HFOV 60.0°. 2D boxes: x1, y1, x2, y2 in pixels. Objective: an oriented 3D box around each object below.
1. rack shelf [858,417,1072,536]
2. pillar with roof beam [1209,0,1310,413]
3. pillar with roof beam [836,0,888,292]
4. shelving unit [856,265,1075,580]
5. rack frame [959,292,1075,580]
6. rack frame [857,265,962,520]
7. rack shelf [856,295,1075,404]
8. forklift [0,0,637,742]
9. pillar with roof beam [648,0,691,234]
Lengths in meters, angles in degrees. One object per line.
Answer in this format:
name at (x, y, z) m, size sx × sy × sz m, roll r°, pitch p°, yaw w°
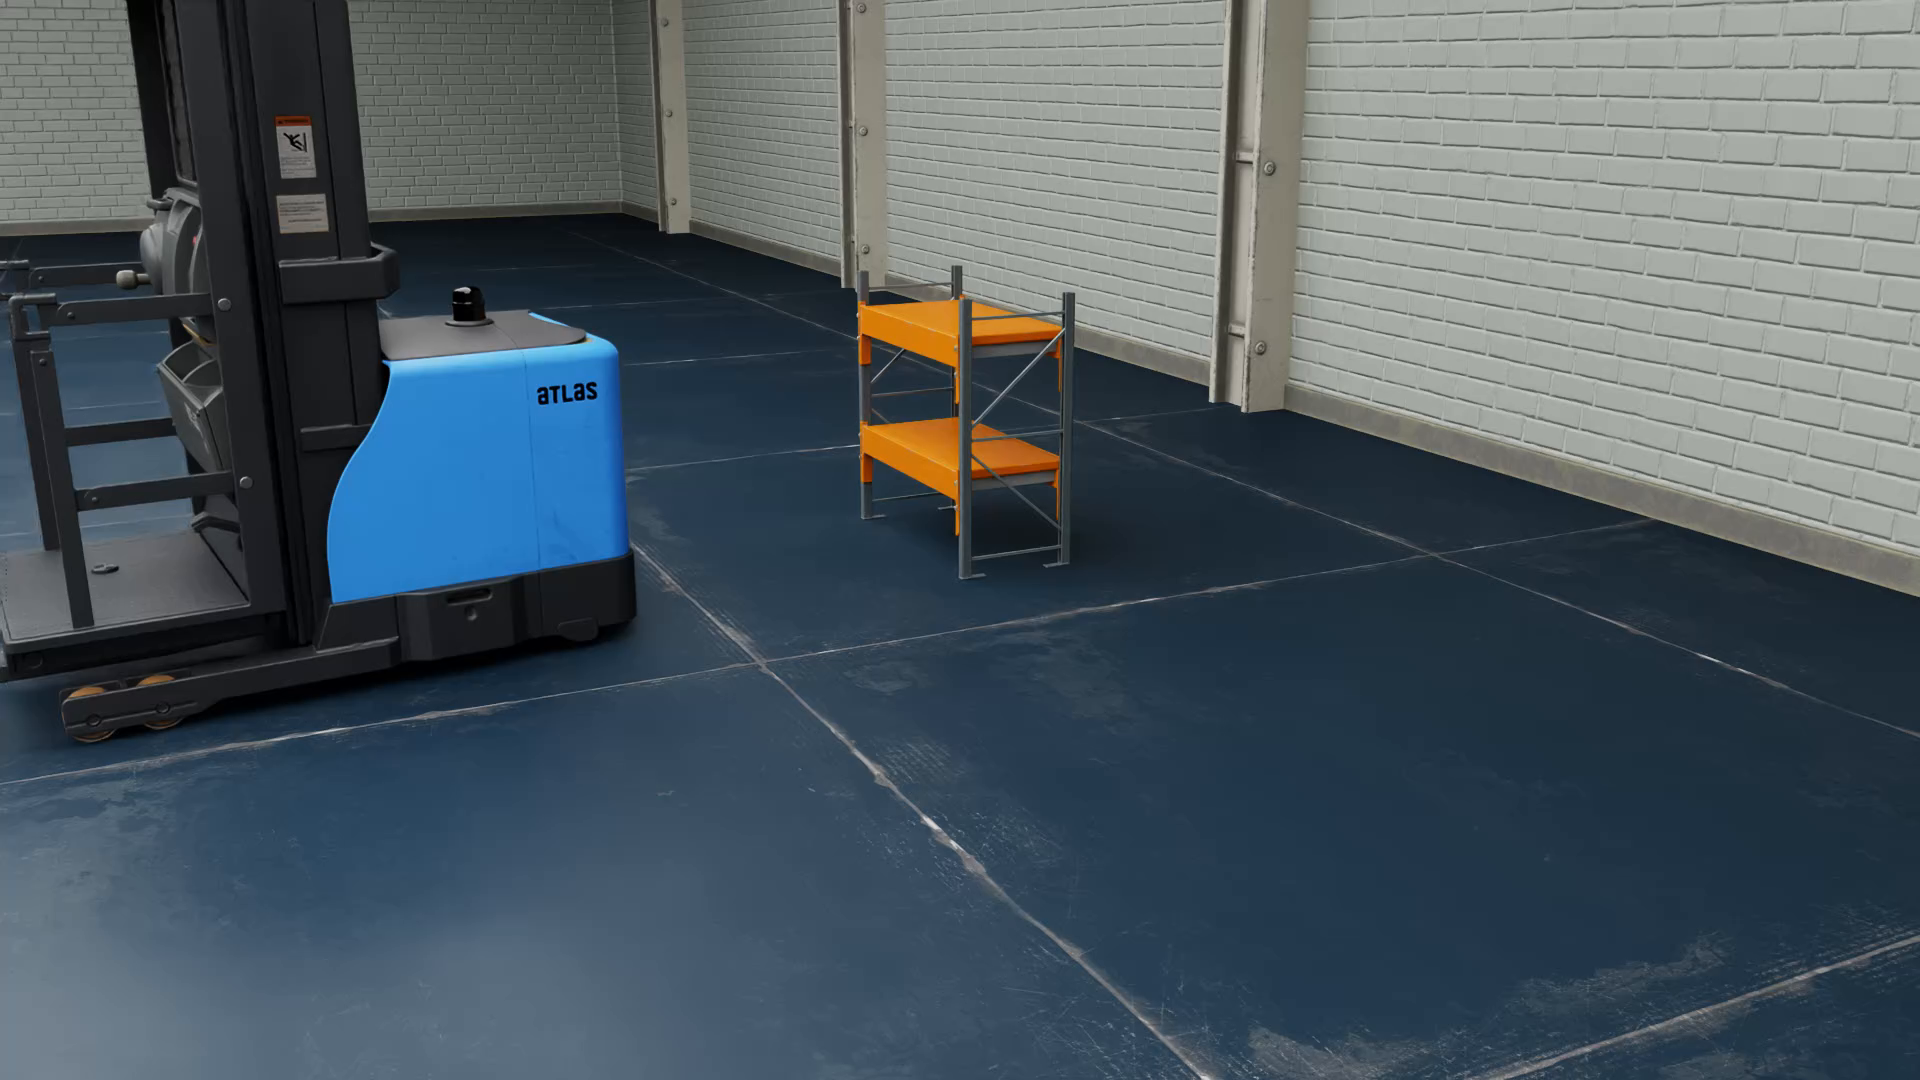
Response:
rack shelf at (0.003, -0.304, 7.157) m, size 0.538 × 0.278 × 1.000 m, roll -8°, pitch 18°, yaw -25°
pillar with roof beam at (-2.118, -4.629, 7.069) m, size 9.100 × 9.000 × 0.400 m, roll -8°, pitch 18°, yaw -25°
pillar with roof beam at (-4.746, -6.117, 12.253) m, size 9.100 × 9.000 × 0.400 m, roll -8°, pitch 18°, yaw -25°
shelving unit at (0.003, -0.539, 7.090) m, size 0.538 × 1.125 × 1.048 m, roll -8°, pitch 18°, yaw -25°
rack frame at (0.226, -0.413, 6.650) m, size 0.500 × 1.125 × 0.032 m, roll -8°, pitch 18°, yaw -25°
rack frame at (-0.220, -0.665, 7.529) m, size 0.500 × 1.125 × 0.032 m, roll -8°, pitch 18°, yaw -25°
rack shelf at (0.003, -0.820, 7.009) m, size 0.538 × 0.278 × 1.000 m, roll -8°, pitch 18°, yaw -25°
forklift at (-2.693, -0.955, 5.266) m, size 3.031 × 2.935 × 1.130 m, roll -10°, pitch 19°, yaw -31°
pillar with roof beam at (-7.375, -7.605, 17.437) m, size 9.100 × 9.000 × 0.400 m, roll -8°, pitch 18°, yaw -25°
